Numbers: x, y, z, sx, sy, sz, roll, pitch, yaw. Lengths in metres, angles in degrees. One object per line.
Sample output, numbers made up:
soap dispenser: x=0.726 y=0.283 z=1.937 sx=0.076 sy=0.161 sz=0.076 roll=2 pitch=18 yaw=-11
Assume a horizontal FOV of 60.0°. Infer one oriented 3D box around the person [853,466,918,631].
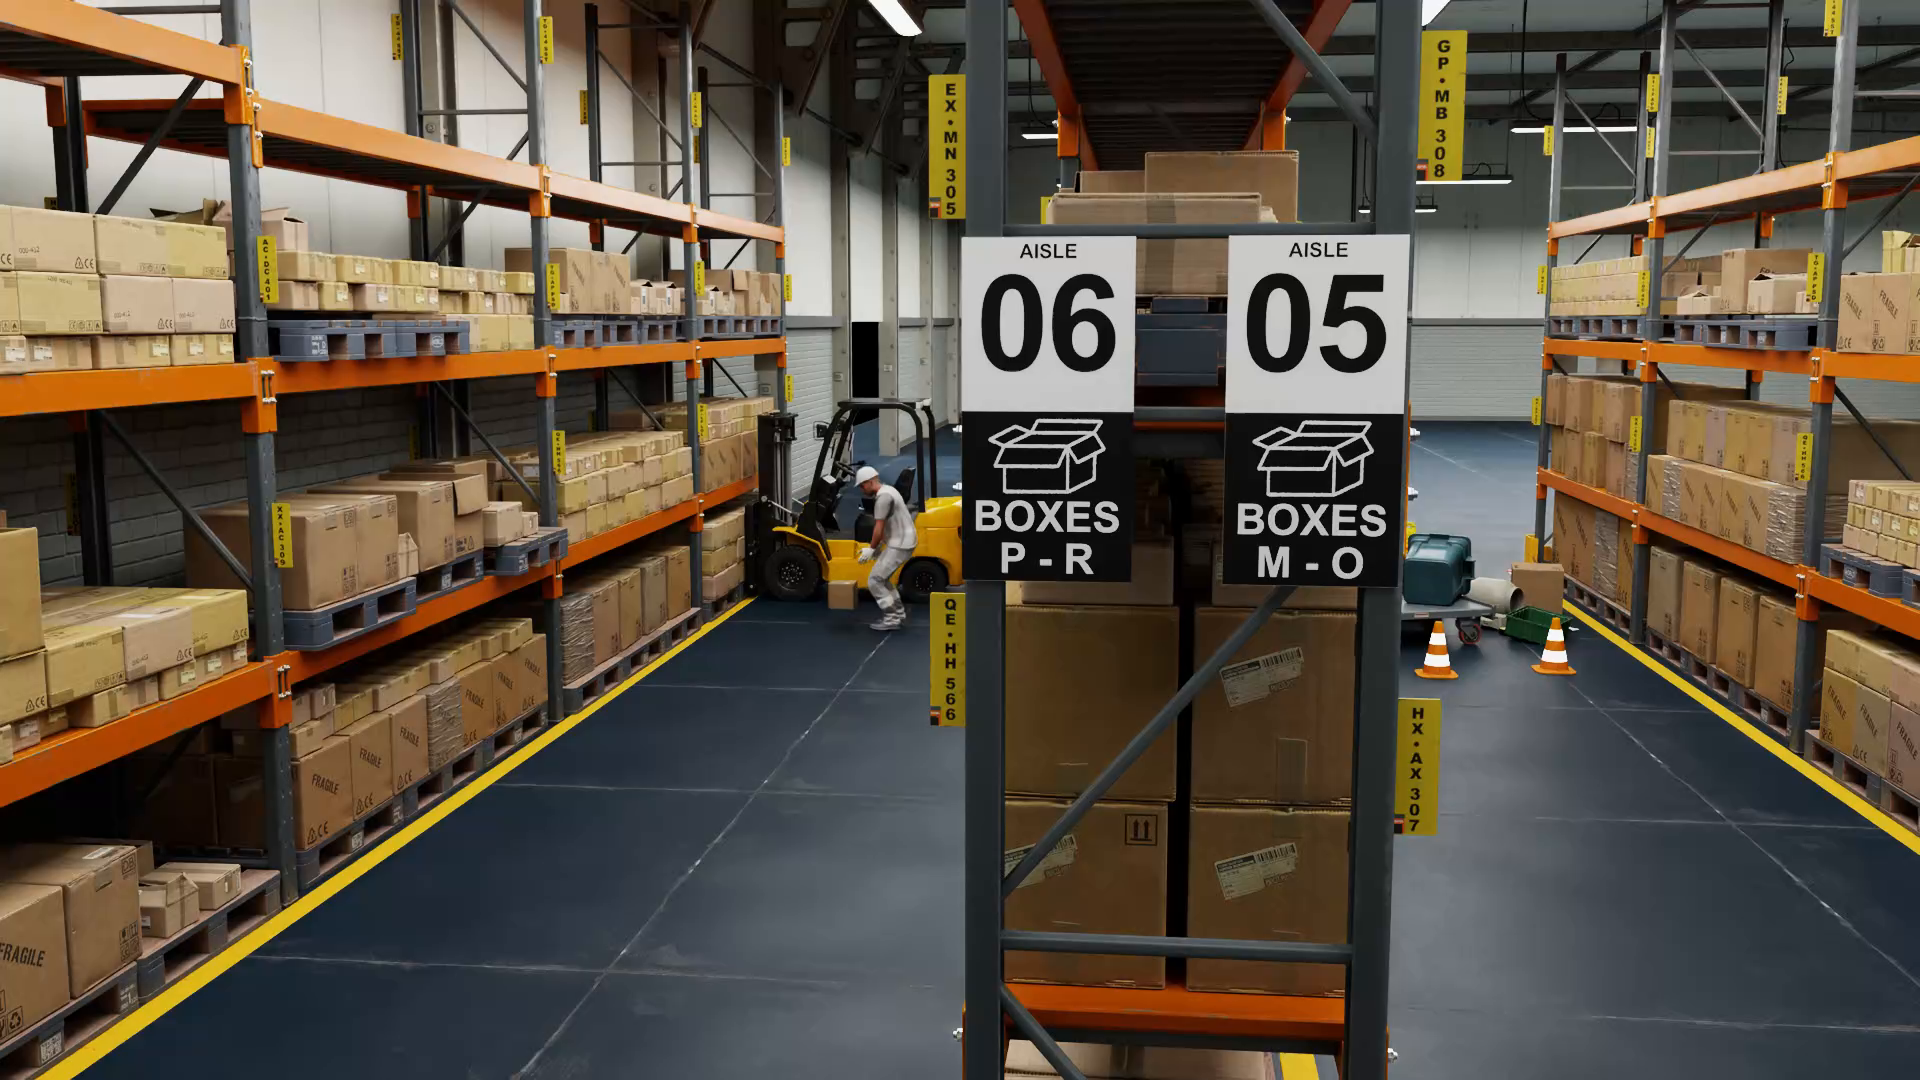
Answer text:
person: x=-0.733 y=0.080 z=16.308 sx=0.625 sy=1.604 sz=0.572 roll=1 pitch=8 yaw=7
